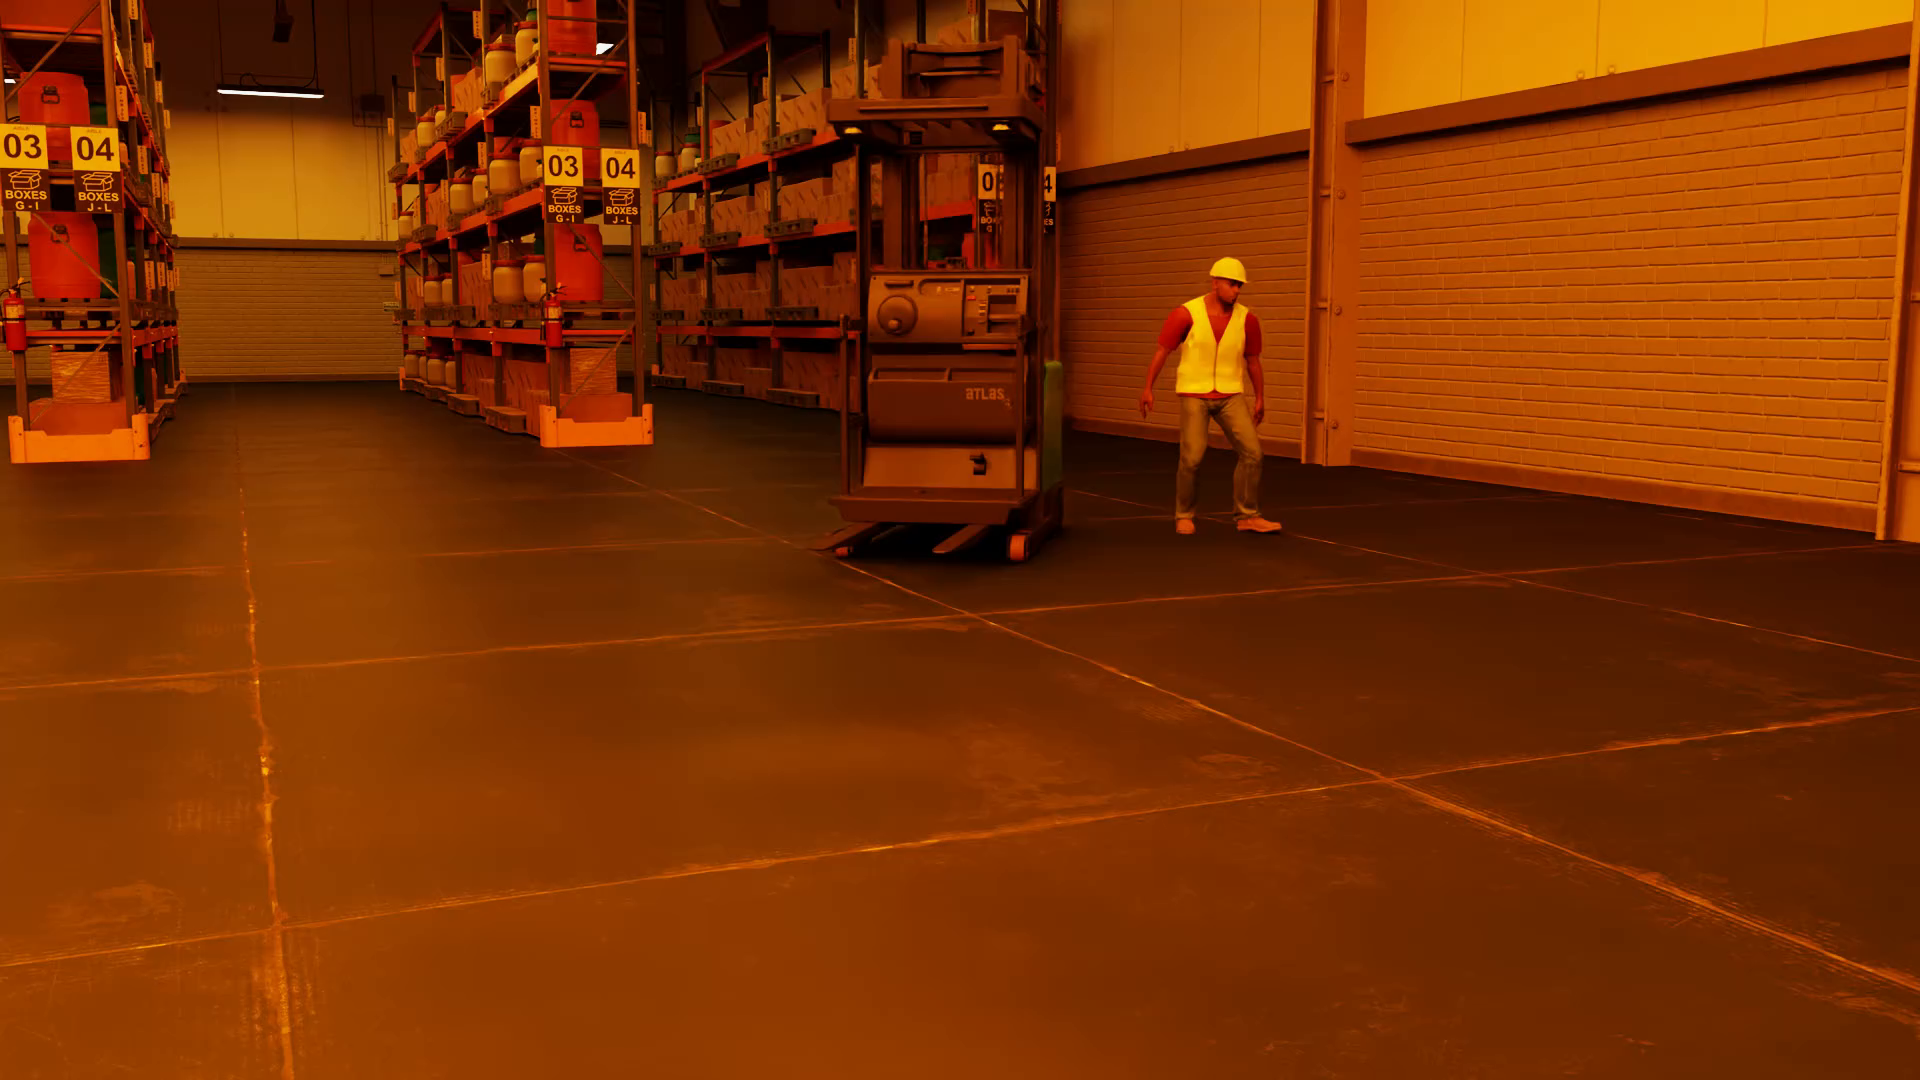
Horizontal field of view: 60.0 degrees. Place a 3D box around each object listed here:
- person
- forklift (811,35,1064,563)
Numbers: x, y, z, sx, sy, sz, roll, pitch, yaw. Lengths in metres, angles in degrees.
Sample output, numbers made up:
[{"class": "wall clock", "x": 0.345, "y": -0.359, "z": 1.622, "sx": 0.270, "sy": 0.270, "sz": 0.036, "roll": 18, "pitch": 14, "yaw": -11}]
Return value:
[{"class": "person", "x": 1.577, "y": -0.895, "z": 10.423, "sx": 0.883, "sy": 1.733, "sz": 0.472, "roll": -1, "pitch": 8, "yaw": -4}, {"class": "forklift", "x": -0.108, "y": -1.374, "z": 9.364, "sx": 1.130, "sy": 2.935, "sz": 3.031, "roll": 1, "pitch": 8, "yaw": 11}]
